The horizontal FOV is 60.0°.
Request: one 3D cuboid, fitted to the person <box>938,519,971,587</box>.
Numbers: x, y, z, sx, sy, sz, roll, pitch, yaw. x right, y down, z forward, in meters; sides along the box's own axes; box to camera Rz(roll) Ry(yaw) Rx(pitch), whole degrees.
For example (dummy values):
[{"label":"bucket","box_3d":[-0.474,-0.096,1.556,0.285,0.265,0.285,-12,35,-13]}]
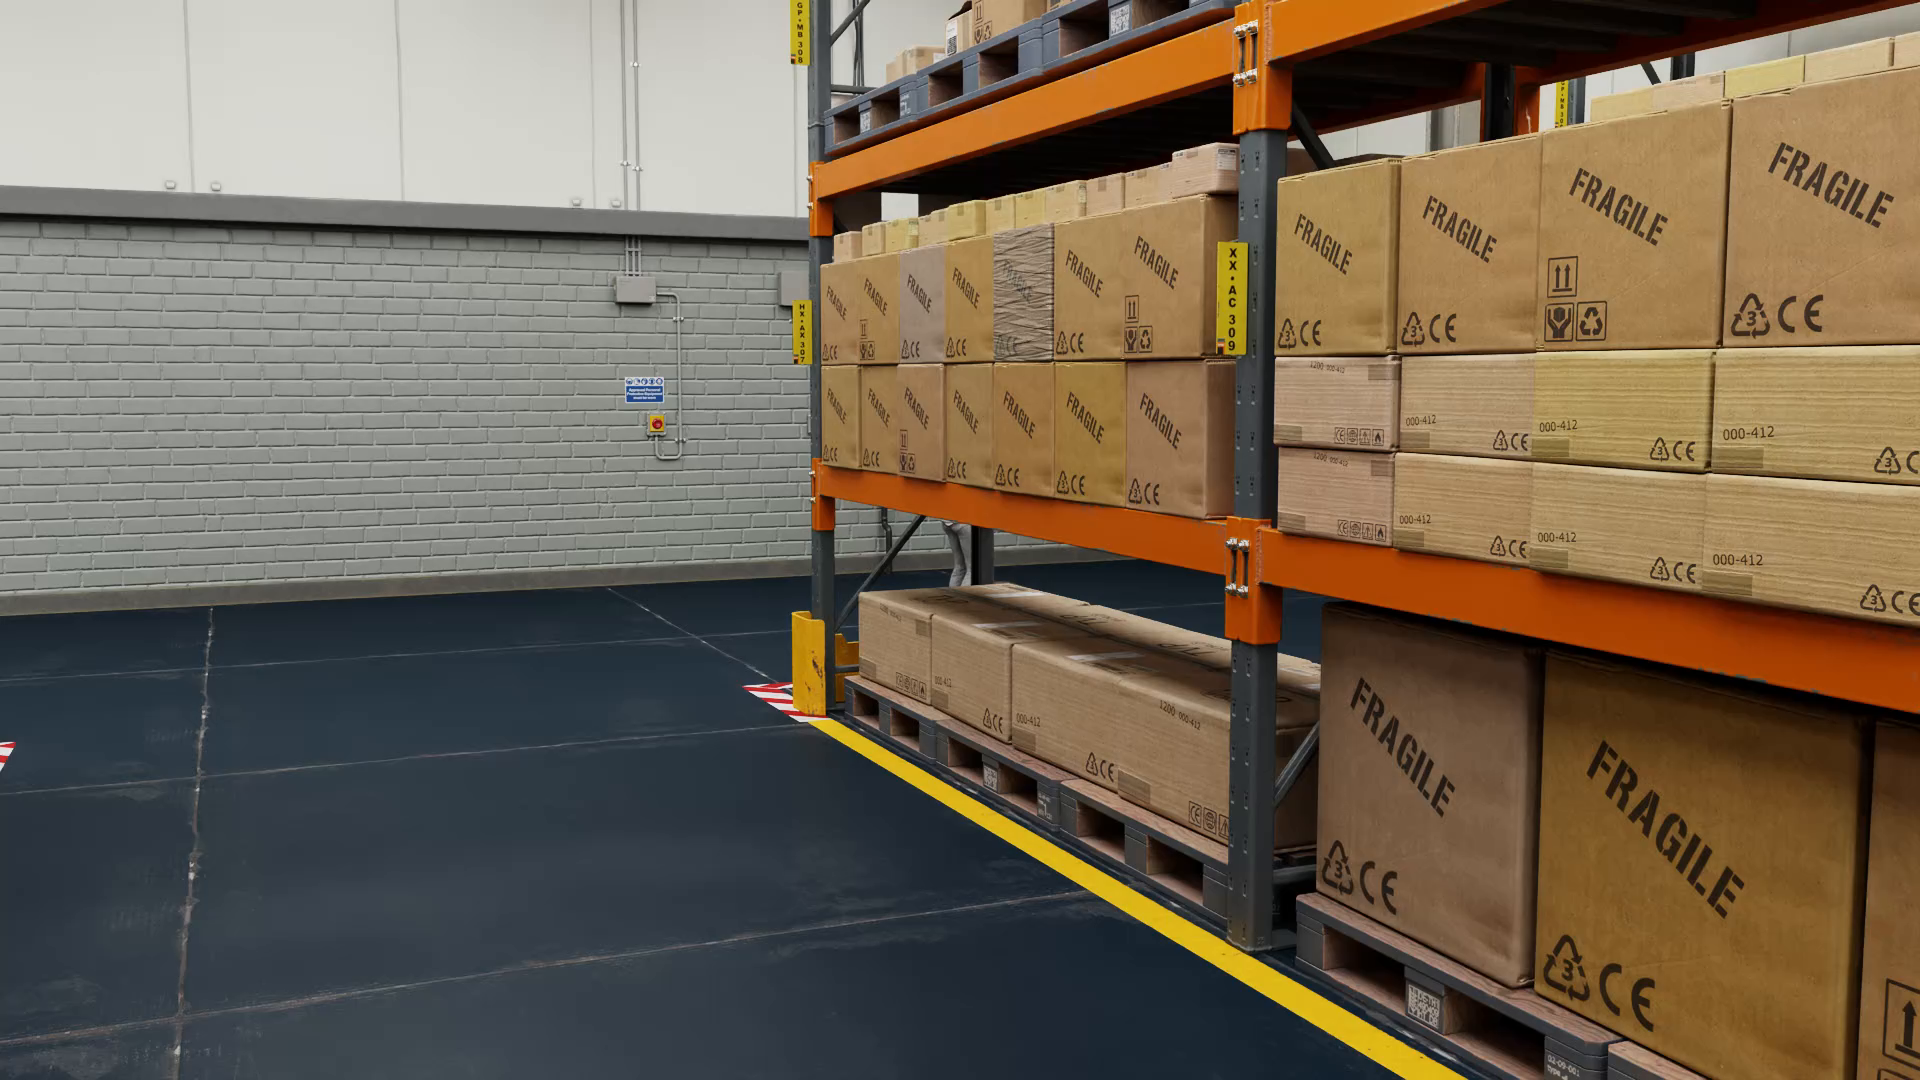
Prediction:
[{"label":"person","box_3d":[0.038,-0.134,11.077,0.341,1.594,0.485,-3,6,-27]}]
